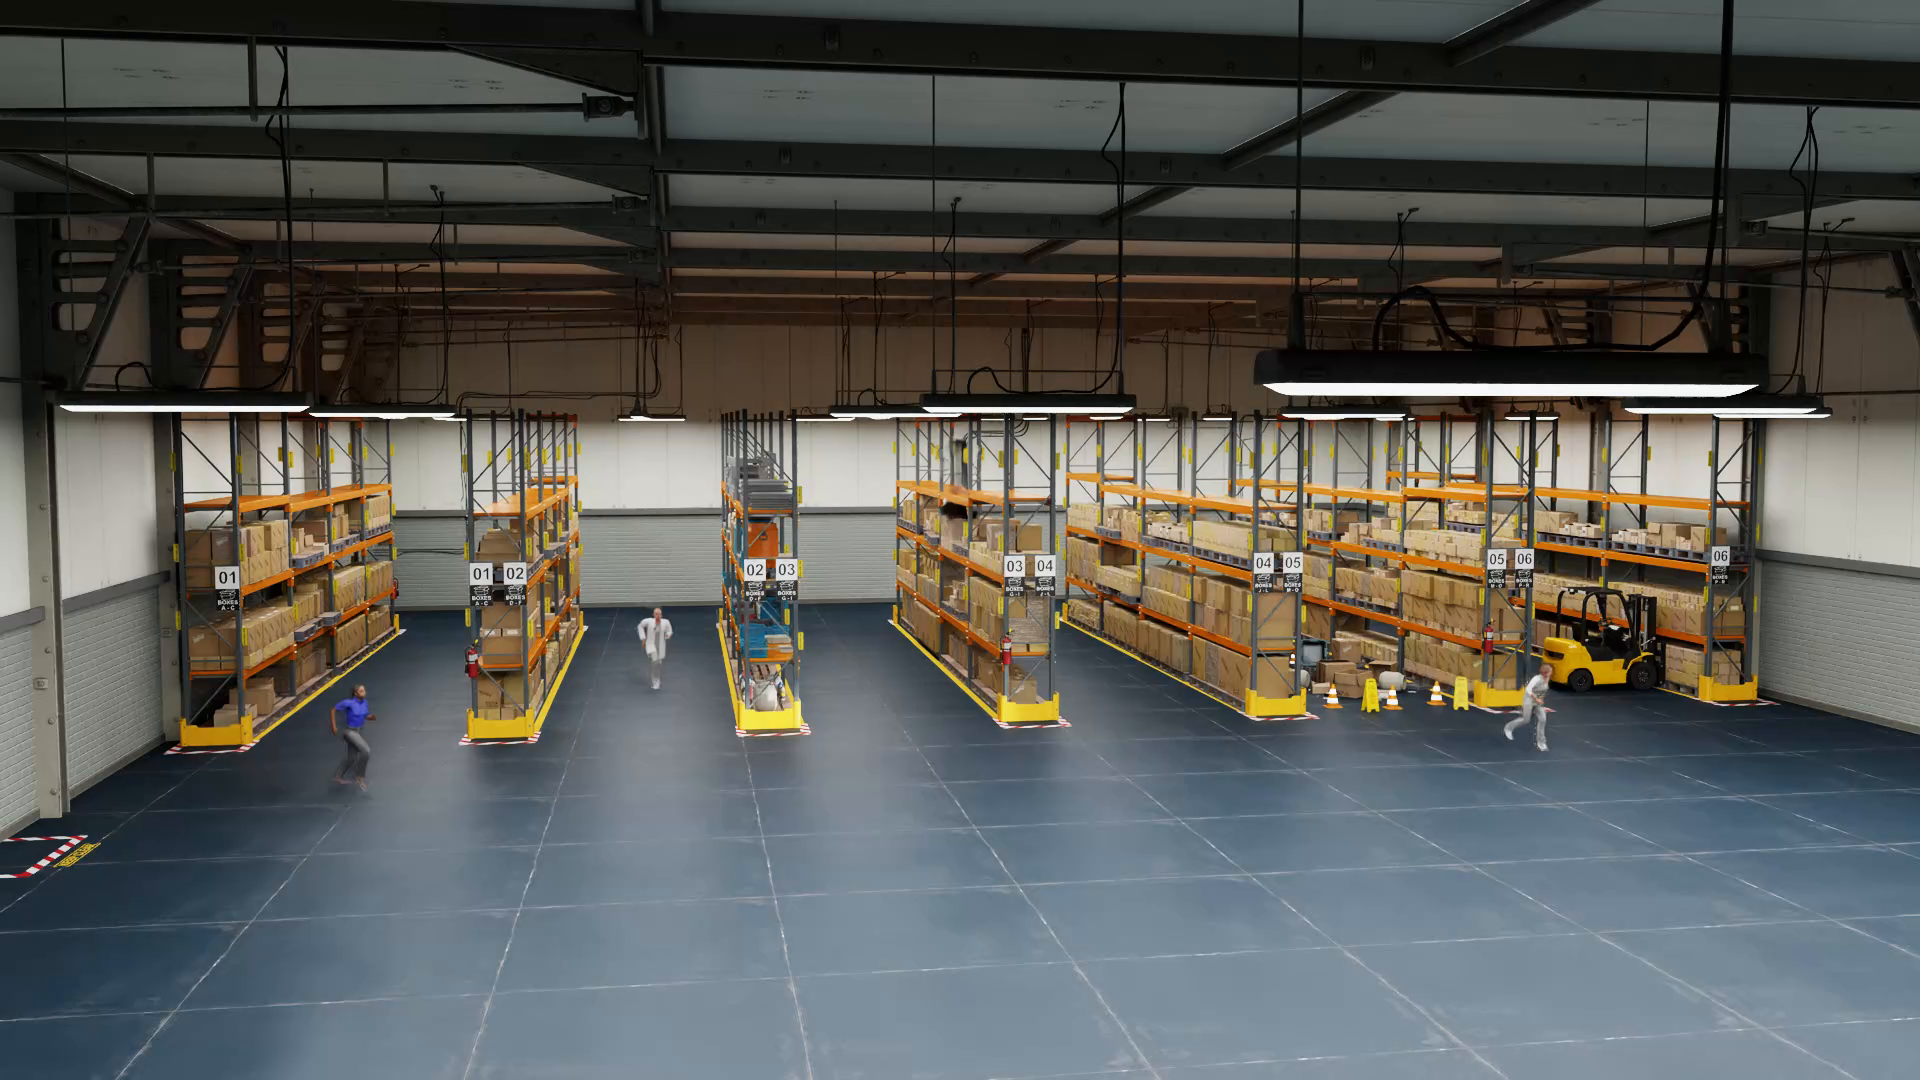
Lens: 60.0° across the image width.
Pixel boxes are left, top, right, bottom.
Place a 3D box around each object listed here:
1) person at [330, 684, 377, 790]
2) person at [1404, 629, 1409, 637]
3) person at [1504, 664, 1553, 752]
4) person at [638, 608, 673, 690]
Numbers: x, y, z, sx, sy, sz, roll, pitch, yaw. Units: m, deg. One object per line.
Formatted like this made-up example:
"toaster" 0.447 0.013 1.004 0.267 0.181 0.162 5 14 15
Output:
"person" -9.516 3.084 26.093 0.802 1.661 0.601 1 4 16
"person" 11.884 1.748 44.474 0.649 1.740 0.602 -2 4 -21
"person" 10.066 2.927 29.444 0.573 1.546 0.906 -3 5 -41
"person" -6.618 2.350 36.161 0.723 1.777 0.994 -2 4 -23
